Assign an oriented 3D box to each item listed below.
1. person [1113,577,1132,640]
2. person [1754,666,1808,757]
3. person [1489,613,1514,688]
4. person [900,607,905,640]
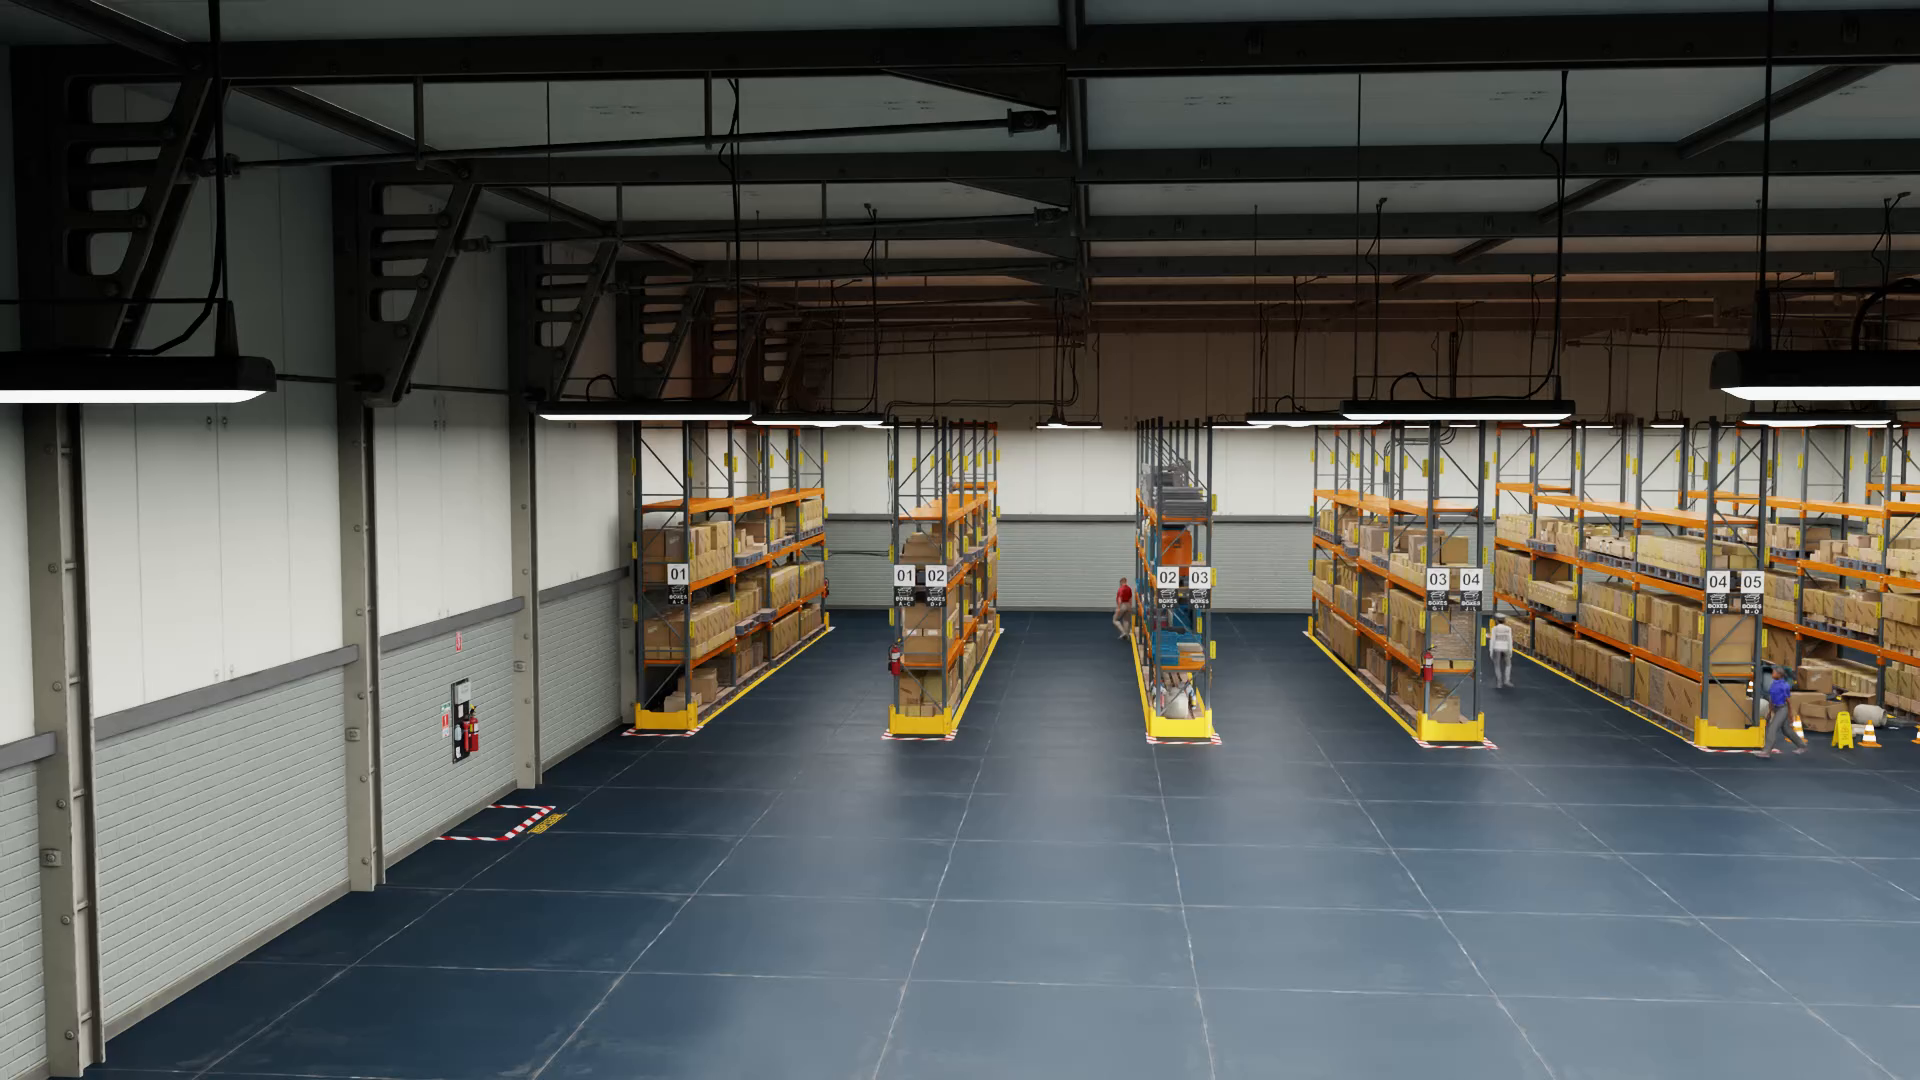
[{"bbox_3d":[4.500,1.885,45.558,0.579,1.726,0.469,-3,5,-43],"label":"person"},{"bbox_3d":[14.415,3.006,29.165,1.018,1.601,0.494,0,4,-1],"label":"person"},{"bbox_3d":[12.056,2.475,37.024,0.513,1.675,0.513,1,4,8],"label":"person"},{"bbox_3d":[-1.313,1.909,43.438,0.533,1.434,1.036,0,4,2],"label":"person"}]
